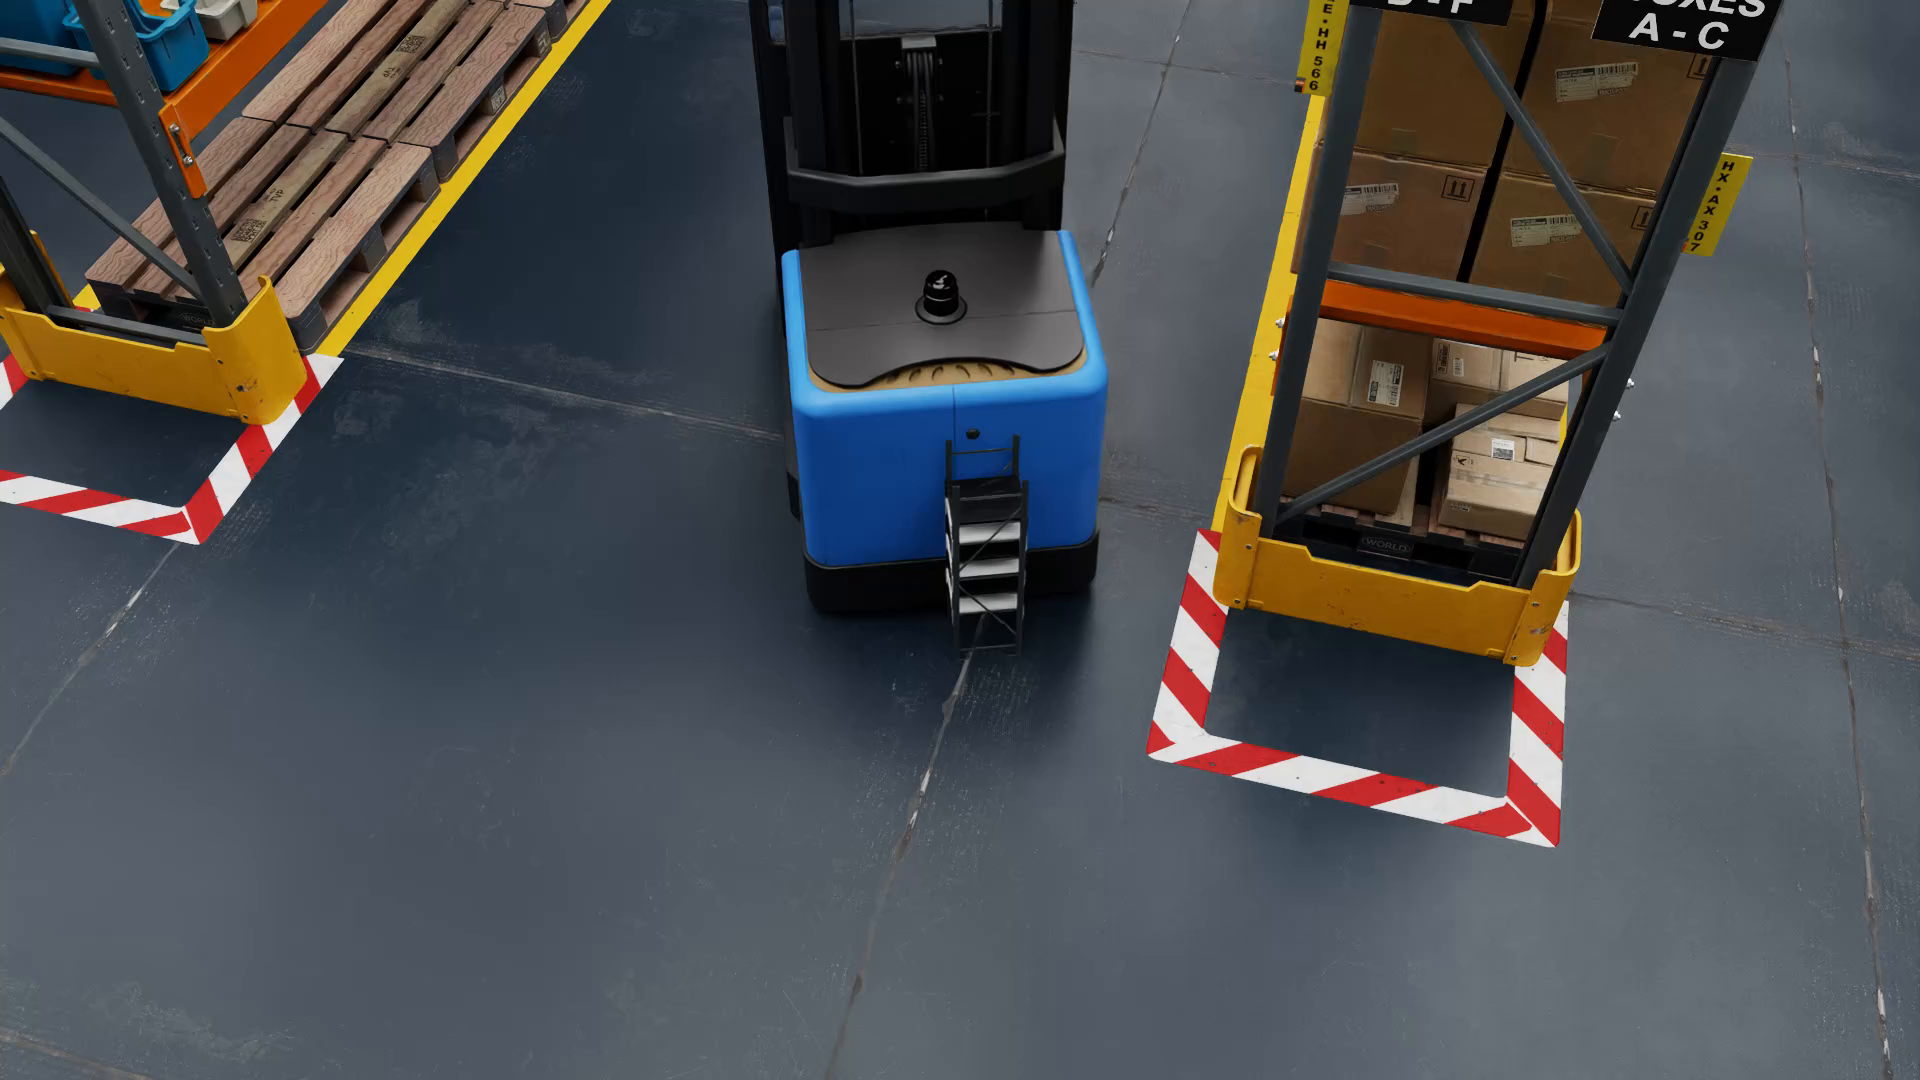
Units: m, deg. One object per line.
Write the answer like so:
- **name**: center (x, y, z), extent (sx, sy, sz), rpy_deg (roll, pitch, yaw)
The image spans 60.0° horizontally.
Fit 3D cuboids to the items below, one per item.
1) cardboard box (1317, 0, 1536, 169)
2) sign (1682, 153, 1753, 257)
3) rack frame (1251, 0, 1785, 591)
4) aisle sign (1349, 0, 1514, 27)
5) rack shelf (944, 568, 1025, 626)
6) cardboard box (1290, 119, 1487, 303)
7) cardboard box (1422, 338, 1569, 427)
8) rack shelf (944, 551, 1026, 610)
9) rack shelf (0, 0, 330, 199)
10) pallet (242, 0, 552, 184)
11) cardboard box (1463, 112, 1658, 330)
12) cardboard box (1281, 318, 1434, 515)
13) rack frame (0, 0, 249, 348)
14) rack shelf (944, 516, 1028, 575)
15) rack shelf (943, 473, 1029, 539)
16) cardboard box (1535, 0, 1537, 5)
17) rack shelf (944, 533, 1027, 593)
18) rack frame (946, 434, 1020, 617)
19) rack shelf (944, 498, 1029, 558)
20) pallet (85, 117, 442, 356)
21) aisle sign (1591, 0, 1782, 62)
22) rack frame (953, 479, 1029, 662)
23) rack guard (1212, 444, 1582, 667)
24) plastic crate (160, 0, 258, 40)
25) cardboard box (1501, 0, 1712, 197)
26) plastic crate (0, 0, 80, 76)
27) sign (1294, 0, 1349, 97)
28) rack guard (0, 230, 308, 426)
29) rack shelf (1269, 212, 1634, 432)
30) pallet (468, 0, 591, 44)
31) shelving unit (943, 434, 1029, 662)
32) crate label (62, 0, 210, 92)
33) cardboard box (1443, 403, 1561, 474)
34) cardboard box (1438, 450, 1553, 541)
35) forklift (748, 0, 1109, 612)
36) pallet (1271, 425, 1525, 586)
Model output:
- **cardboard box**: center (1.349, -1.459, 4.803), extent (0.500, 0.500, 0.500), rpy_deg (11, 50, 10)
- **sign**: center (2.020, -0.898, 4.465), extent (0.100, 0.325, 0.005), rpy_deg (12, 50, 10)
- **rack frame**: center (1.497, -0.719, 4.884), extent (1.000, 3.000, 0.127), rpy_deg (12, 50, 10)
- **aisle sign**: center (1.183, -1.590, 3.919), extent (0.394, 0.787, 0.004), rpy_deg (12, 50, 10)
- **rack shelf**: center (0.085, 0.186, 5.770), extent (0.258, 0.077, 0.200), rpy_deg (-5, 49, -4)
- **cardboard box**: center (1.352, -1.129, 5.179), extent (0.500, 0.500, 0.500), rpy_deg (13, 50, 11)
- **cardboard box**: center (2.045, -0.653, 6.366), extent (0.500, 0.250, 0.500), rpy_deg (12, 50, 10)
- **rack shelf**: center (0.085, 0.126, 5.703), extent (0.258, 0.077, 0.200), rpy_deg (-5, 49, -4)
- **rack shelf**: center (-2.755, -2.907, 7.295), extent (1.077, 0.370, 4.000), rpy_deg (12, 50, 10)
- **pallet**: center (-2.703, -2.245, 8.090), extent (1.003, 0.211, 1.213), rpy_deg (12, 50, 10)
- **cardboard box**: center (1.868, -1.021, 5.083), extent (0.500, 0.500, 0.500), rpy_deg (13, 50, 11)
- **cardboard box**: center (1.402, -0.479, 6.046), extent (0.500, 0.500, 0.500), rpy_deg (12, 50, 10)
- **rack frame**: center (-3.281, -1.699, 5.749), extent (1.000, 3.000, 0.127), rpy_deg (12, 50, 10)
- **rack shelf**: center (0.085, 0.007, 5.568), extent (0.258, 0.077, 0.200), rpy_deg (-5, 49, -4)
- **rack shelf**: center (0.085, -0.112, 5.433), extent (0.258, 0.077, 0.200), rpy_deg (-5, 49, -4)
- **cardboard box**: center (1.998, -1.731, 5.044), extent (0.500, 0.500, 0.500), rpy_deg (12, 50, 10)
- **rack shelf**: center (0.085, 0.067, 5.635), extent (0.258, 0.077, 0.200), rpy_deg (-5, 49, -4)
- **rack frame**: center (0.073, -0.031, 5.677), extent (0.240, 0.900, 0.006), rpy_deg (-5, 49, -4)
- **rack shelf**: center (0.085, -0.052, 5.500), extent (0.258, 0.077, 0.200), rpy_deg (-5, 49, -4)
- **pallet**: center (-3.026, -1.365, 7.314), extent (1.003, 0.211, 1.213), rpy_deg (12, 50, 10)
- **aisle sign**: center (1.762, -1.471, 3.814), extent (0.394, 0.787, 0.004), rpy_deg (12, 50, 10)
- **rack frame**: center (0.097, 0.120, 5.543), extent (0.240, 0.900, 0.006), rpy_deg (-5, 49, -4)
- **rack guard**: center (1.517, 0.054, 5.869), extent (1.175, 0.500, 0.348), rpy_deg (12, 50, 10)
- **plastic crate**: center (-2.734, -1.961, 6.116), extent (0.250, 0.136, 0.298), rpy_deg (12, 50, 10)
- **cardboard box**: center (1.868, -1.351, 4.709), extent (0.500, 0.500, 0.500), rpy_deg (13, 50, 11)
- **plastic crate**: center (-3.373, -2.009, 5.959), extent (0.616, 0.435, 0.499), rpy_deg (12, 50, 10)
- **sign**: center (0.967, -1.330, 4.440), extent (0.100, 0.325, 0.005), rpy_deg (12, 50, 10)
- **rack guard**: center (-3.275, -0.852, 6.668), extent (1.175, 0.500, 0.348), rpy_deg (12, 50, 10)
- **rack shelf**: center (2.023, -1.927, 6.430), extent (1.077, 0.370, 4.000), rpy_deg (12, 50, 10)
- **pallet**: center (-2.384, -3.130, 8.871), extent (1.003, 0.211, 1.213), rpy_deg (12, 50, 10)
- **shelving unit**: center (0.085, 0.045, 5.610), extent (0.258, 0.900, 0.210), rpy_deg (-5, 49, -4)
- **crate label**: center (-2.898, -1.777, 5.889), extent (0.416, 0.233, 0.303), rpy_deg (12, 50, 10)
- **cardboard box**: center (2.004, -0.342, 6.148), extent (0.380, 0.166, 0.250), rpy_deg (12, 50, 10)
- **cardboard box**: center (1.939, -0.156, 5.995), extent (0.380, 0.149, 0.250), rpy_deg (12, 50, 10)
- **forklift**: center (-0.191, -1.828, 5.909), extent (1.130, 2.935, 3.031), rpy_deg (-5, 49, -4)
- **pallet**: center (1.726, -0.428, 6.487), extent (1.003, 0.211, 1.213), rpy_deg (12, 50, 10)
